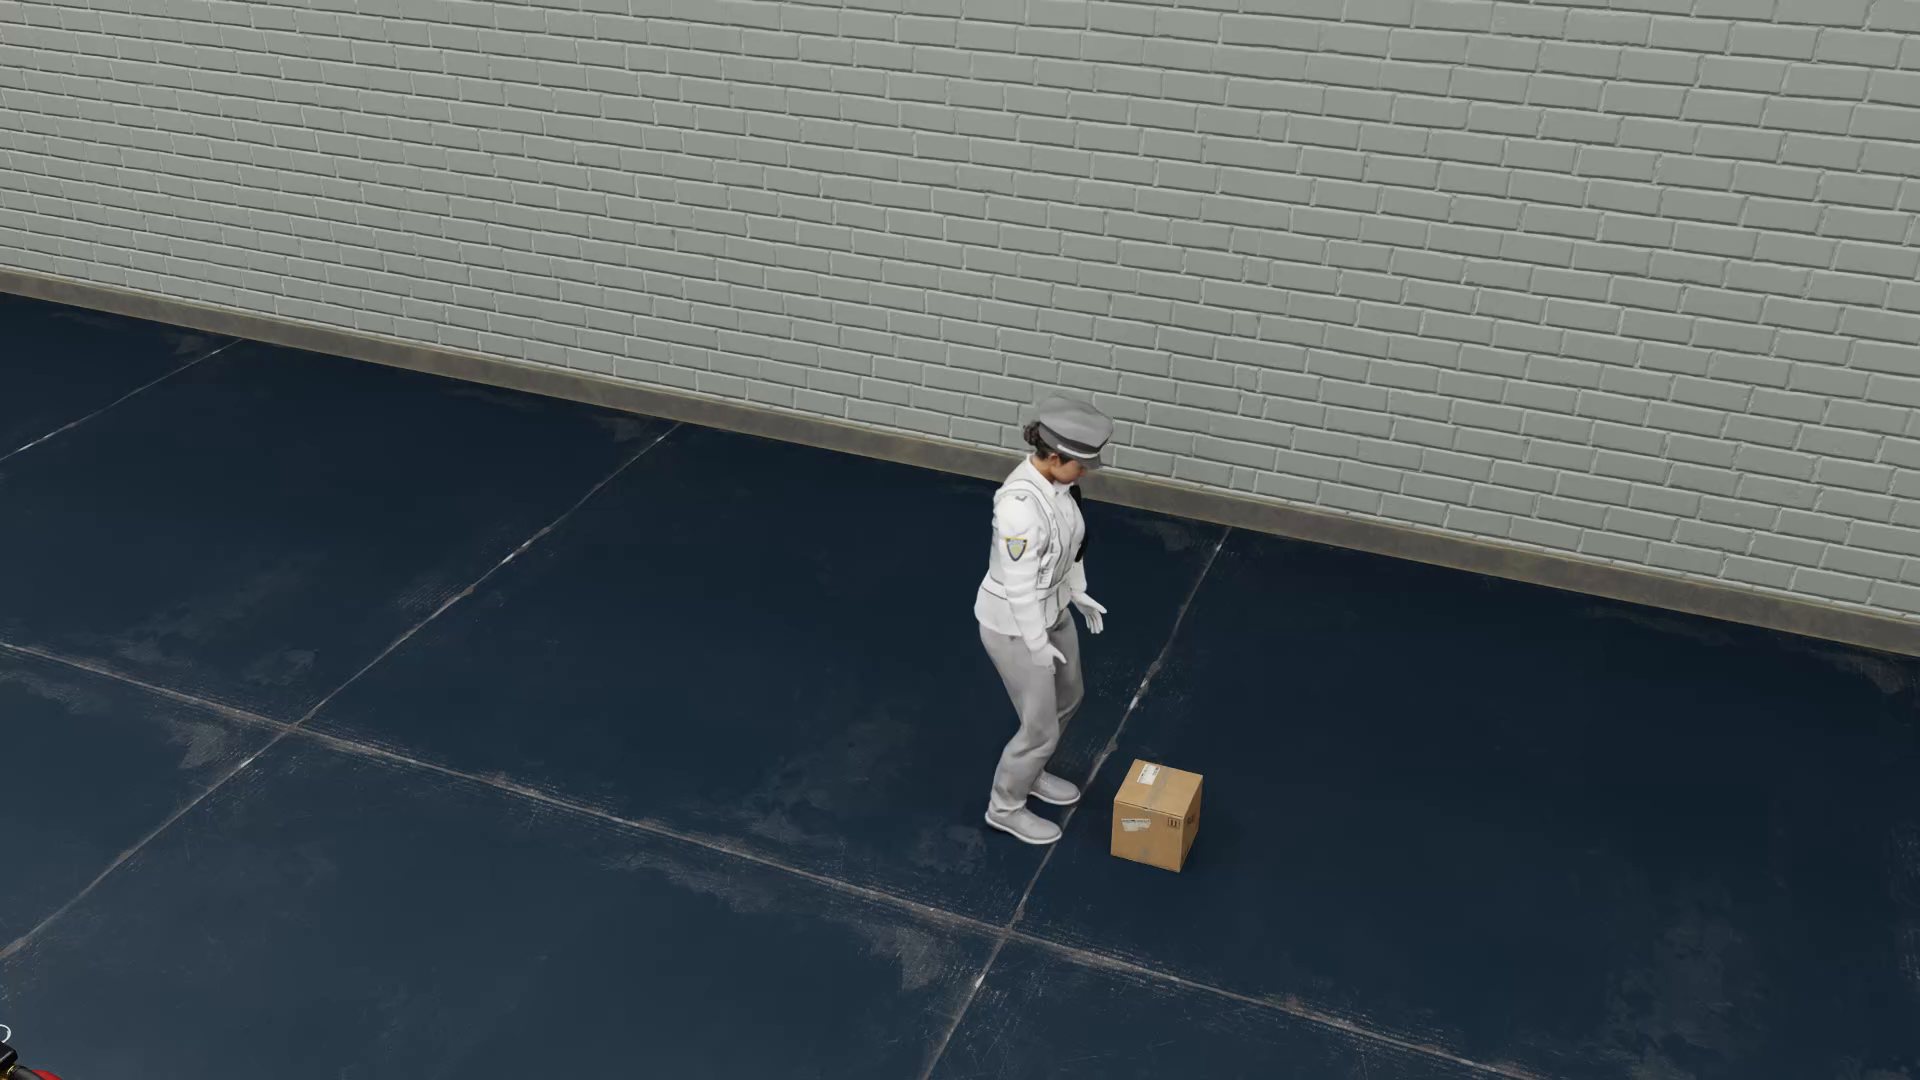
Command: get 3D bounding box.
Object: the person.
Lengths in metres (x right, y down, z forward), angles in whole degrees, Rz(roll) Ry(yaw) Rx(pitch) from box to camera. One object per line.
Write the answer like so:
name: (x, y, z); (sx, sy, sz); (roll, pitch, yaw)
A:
person: (0.283, 0.274, 5.693); (0.428, 1.636, 0.496); (12, 32, 20)
